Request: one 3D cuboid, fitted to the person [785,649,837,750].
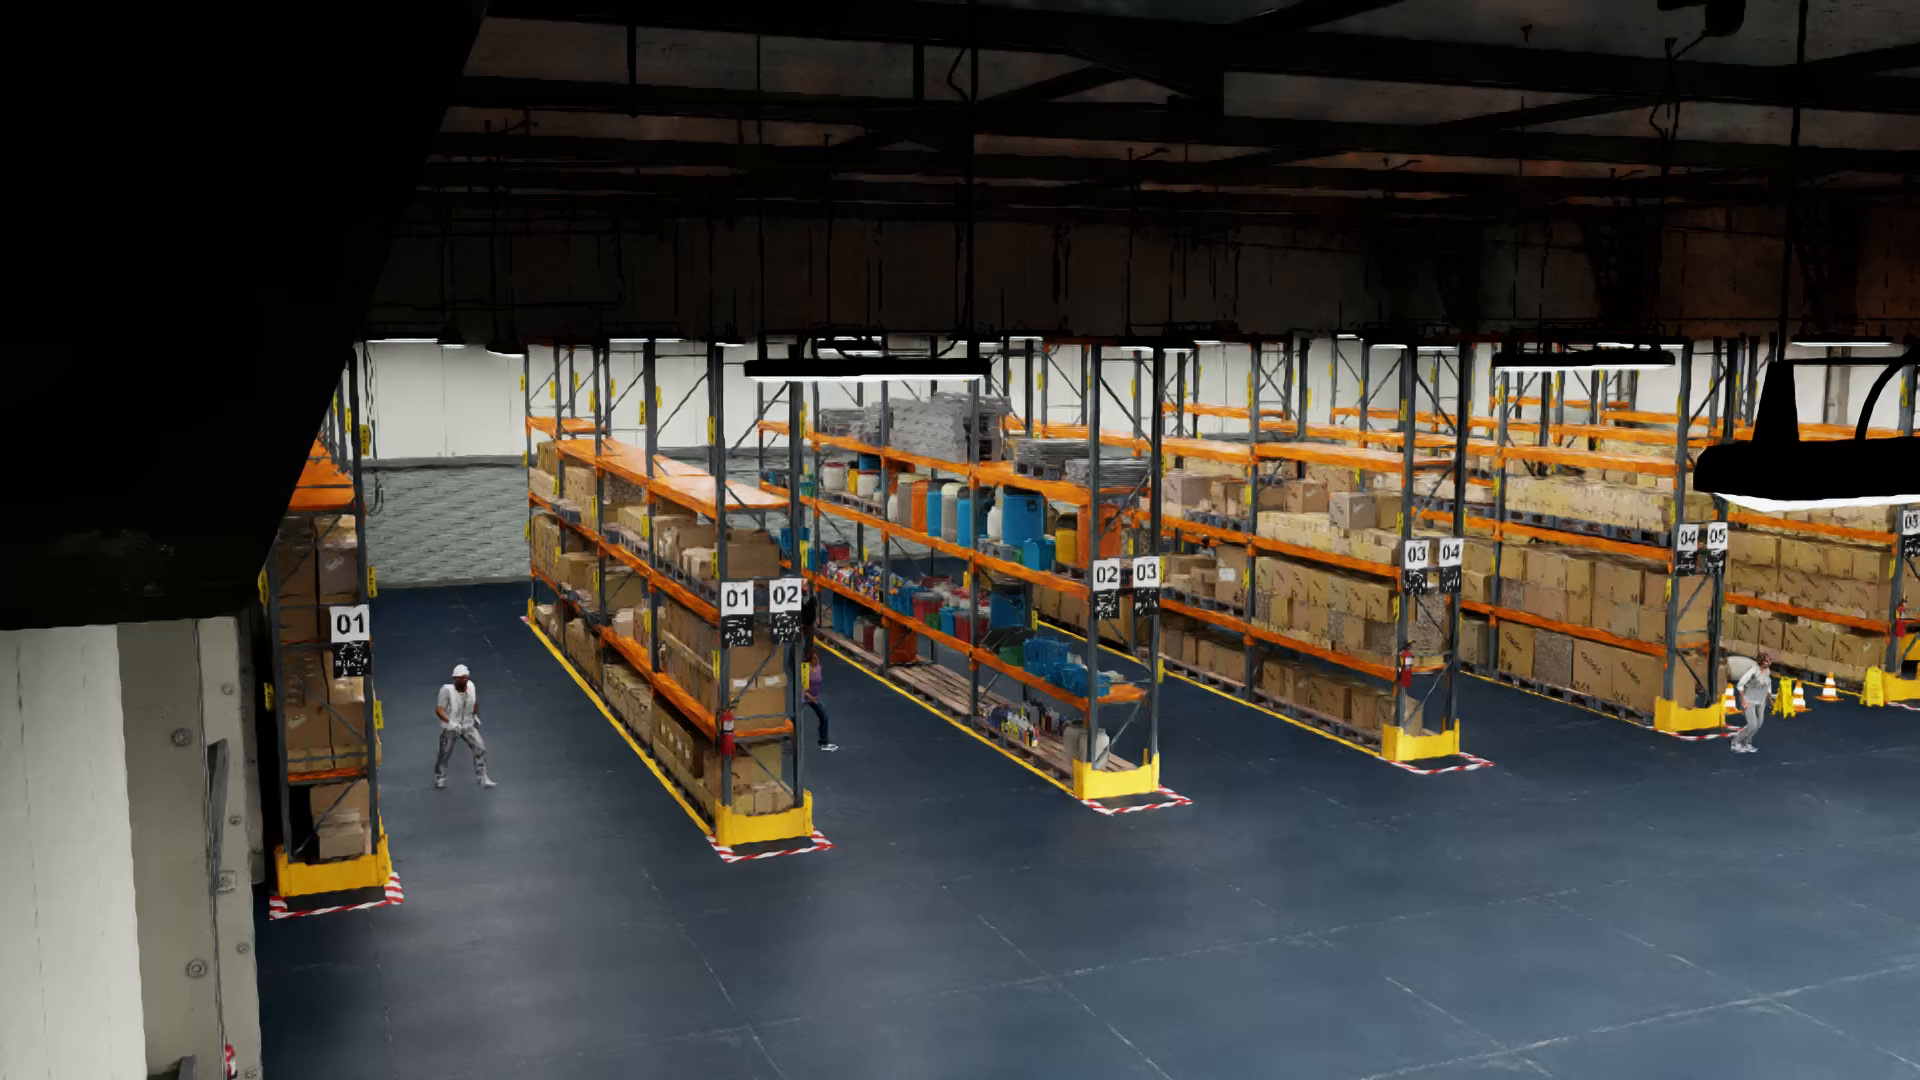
[{"bbox_3d":[-2.230,2.329,24.414,0.561,1.516,0.788,-6,10,-40],"label":"person"}]

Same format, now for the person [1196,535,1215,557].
[{"bbox_3d":[5.313,0.715,35.931,0.496,1.677,0.432,6,9,36],"label":"person"}]

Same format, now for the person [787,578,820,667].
[{"bbox_3d":[-2.866,1.498,30.229,0.677,1.671,0.534,-3,8,-23],"label":"person"}]

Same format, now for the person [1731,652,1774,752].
[{"bbox_3d":[11.555,2.360,24.249,0.566,1.540,0.516,-3,8,-24],"label":"person"}]

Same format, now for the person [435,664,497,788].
[{"bbox_3d":[-6.744,2.501,22.399,0.696,1.716,0.830,-6,10,-40],"label":"person"}]
